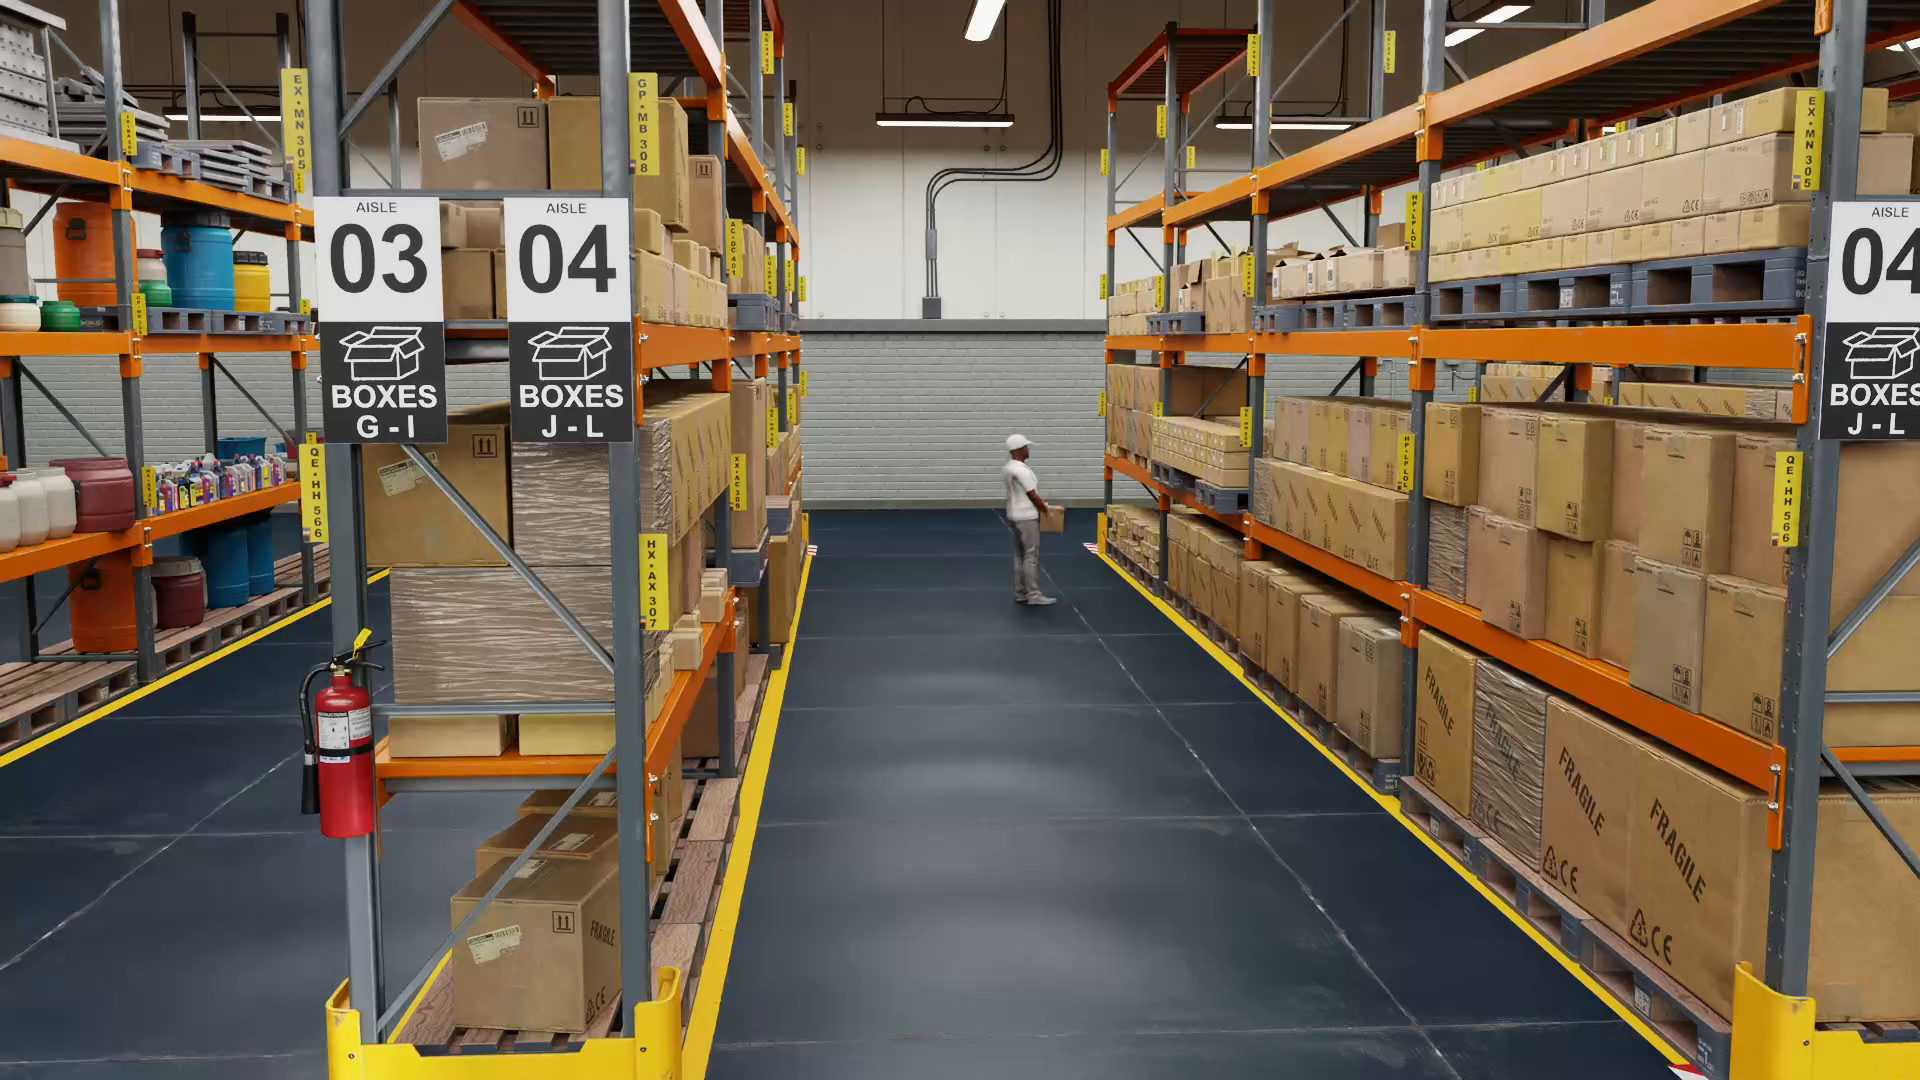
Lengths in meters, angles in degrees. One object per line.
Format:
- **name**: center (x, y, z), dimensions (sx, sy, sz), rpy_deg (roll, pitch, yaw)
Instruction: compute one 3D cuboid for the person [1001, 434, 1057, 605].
- **person**: center (0.720, -0.224, 17.480), dimensions (0.523, 1.772, 0.574), rpy_deg (-2, 7, -16)
